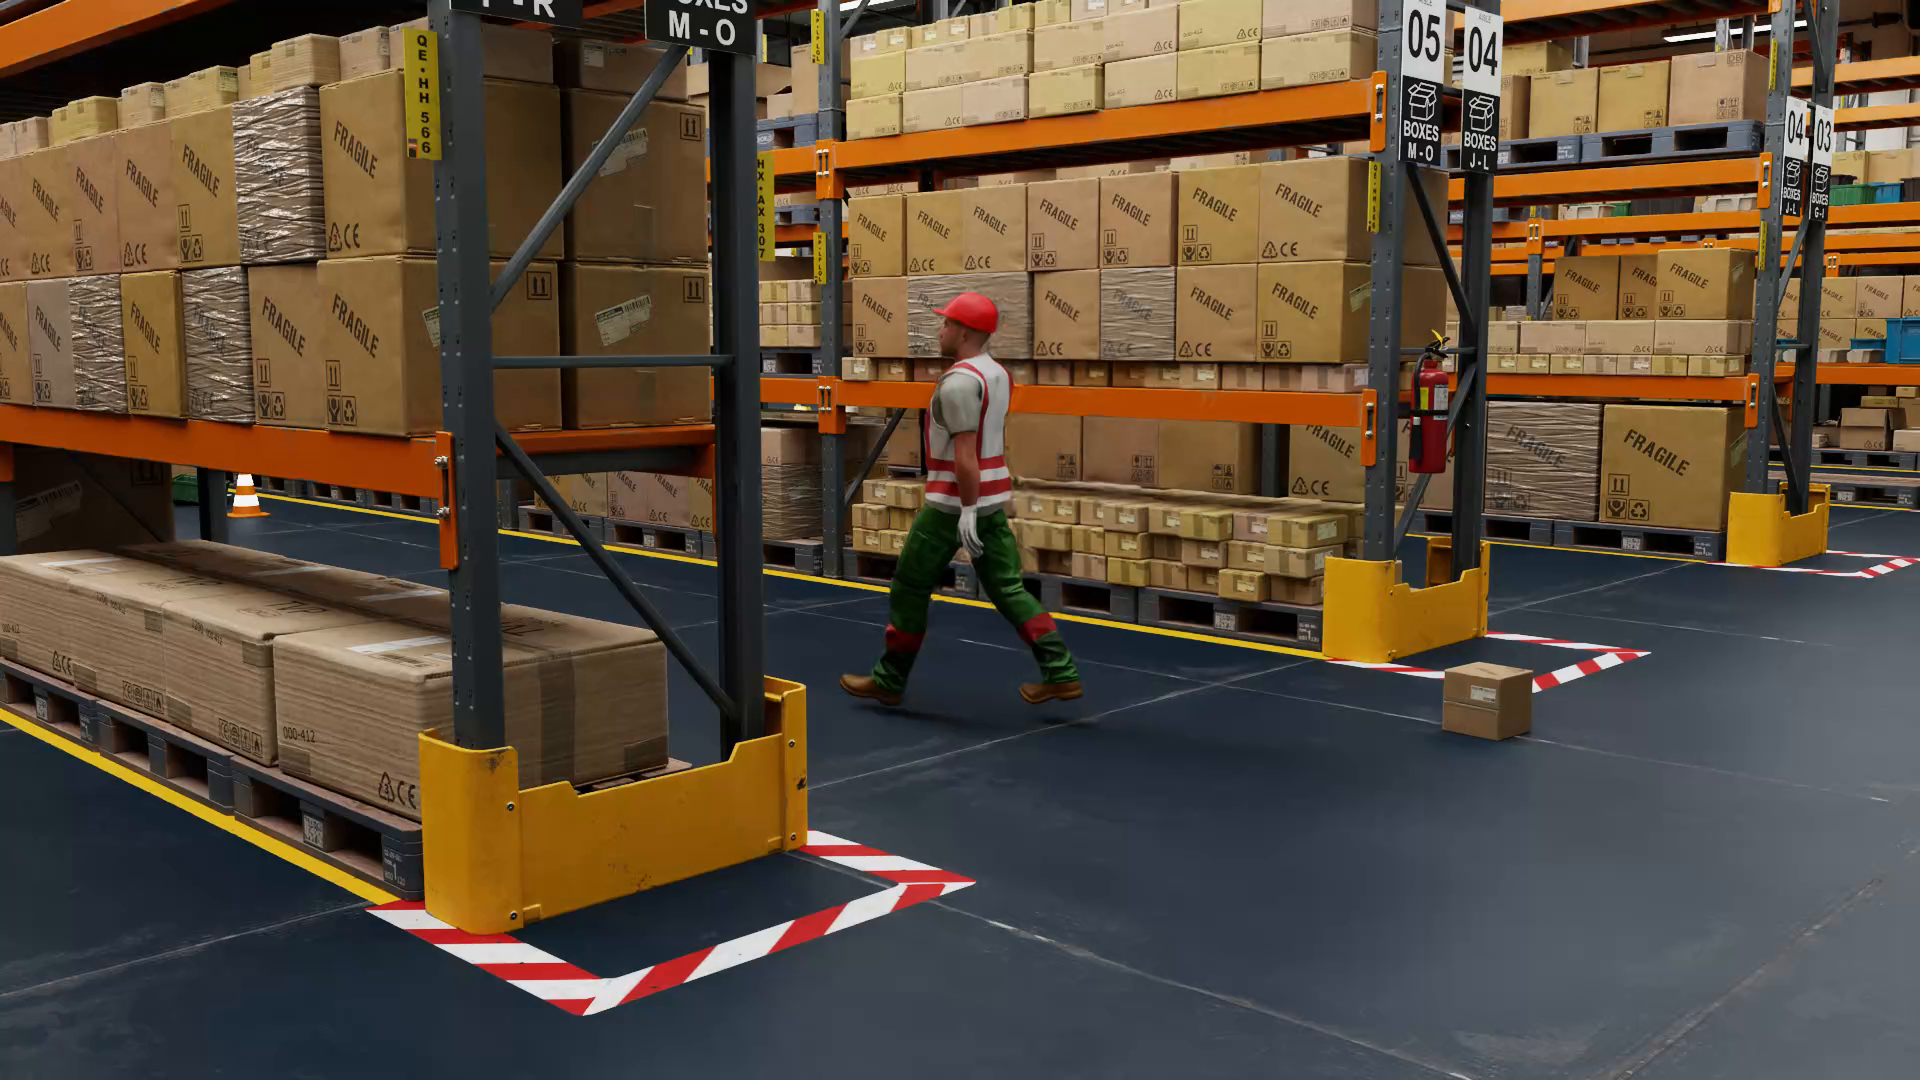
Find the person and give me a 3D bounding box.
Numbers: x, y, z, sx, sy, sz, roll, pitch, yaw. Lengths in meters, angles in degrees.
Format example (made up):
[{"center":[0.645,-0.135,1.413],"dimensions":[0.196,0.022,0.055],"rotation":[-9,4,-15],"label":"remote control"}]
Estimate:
[{"center":[0.001,-0.154,6.924],"dimensions":[1.079,1.740,0.532],"rotation":[4,8,29],"label":"person"}]
